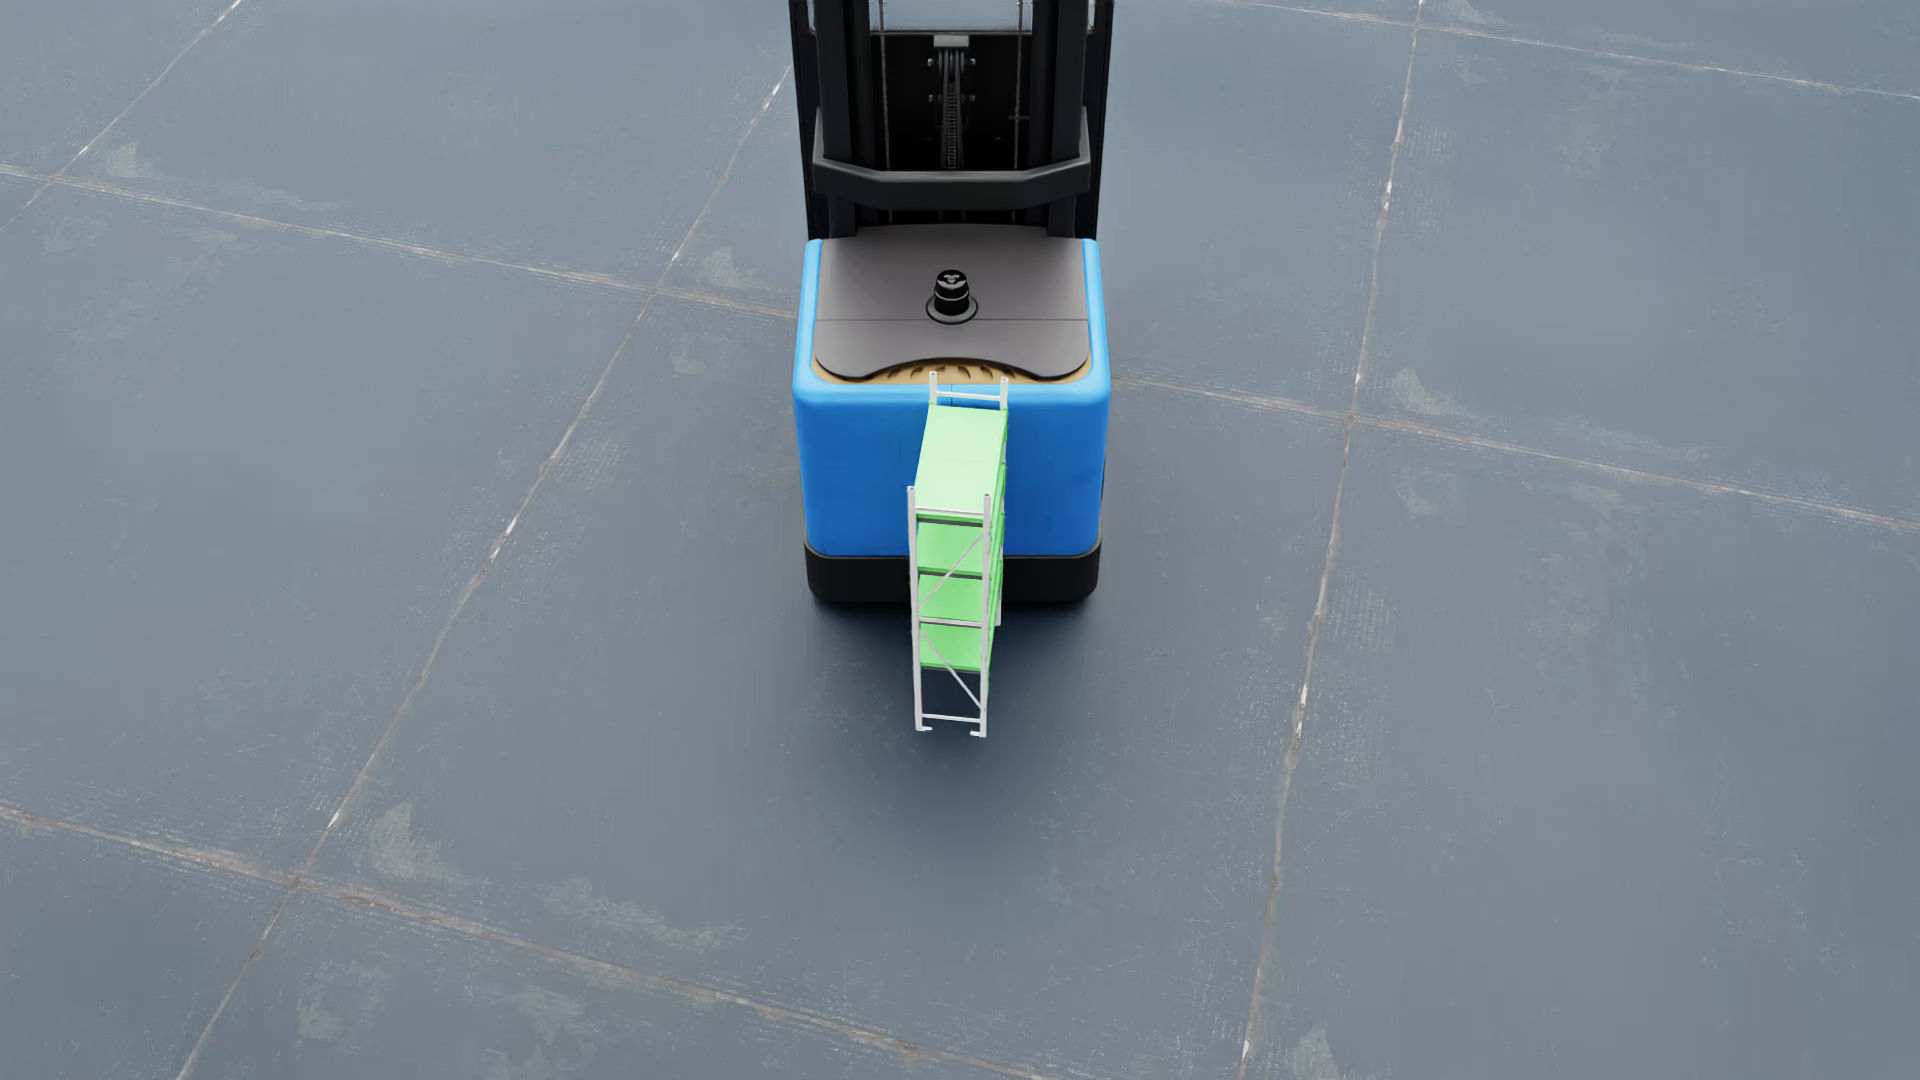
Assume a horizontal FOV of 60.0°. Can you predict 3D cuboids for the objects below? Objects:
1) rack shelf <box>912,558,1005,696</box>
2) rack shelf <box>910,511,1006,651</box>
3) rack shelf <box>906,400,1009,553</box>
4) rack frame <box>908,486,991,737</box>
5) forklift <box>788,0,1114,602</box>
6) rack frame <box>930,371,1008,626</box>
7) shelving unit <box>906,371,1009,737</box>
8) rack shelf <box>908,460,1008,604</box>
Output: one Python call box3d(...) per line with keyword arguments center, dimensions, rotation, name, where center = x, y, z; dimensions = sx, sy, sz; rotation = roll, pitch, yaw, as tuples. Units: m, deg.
box3d(center=(-0.002, 0.278, 5.610), dimensions=(0.258, 0.148, 0.480), rotation=(5, 49, 4), name="rack shelf")
box3d(center=(-0.002, 0.119, 5.430), dimensions=(0.258, 0.148, 0.480), rotation=(5, 49, 4), name="rack shelf")
box3d(center=(-0.002, -0.198, 5.070), dimensions=(0.258, 0.148, 0.480), rotation=(5, 49, 4), name="rack shelf")
box3d(center=(-0.031, 0.259, 5.221), dimensions=(0.240, 1.200, 0.015), rotation=(5, 49, 4), name="rack frame")
box3d(center=(-0.030, -1.836, 5.916), dimensions=(1.130, 2.935, 3.031), rotation=(0, 49, 0), name="forklift")
box3d(center=(0.027, -0.105, 5.542), dimensions=(0.240, 1.200, 0.015), rotation=(5, 49, 4), name="rack frame")
box3d(center=(-0.002, 0.077, 5.382), dimensions=(0.258, 1.200, 0.503), rotation=(5, 49, 4), name="shelving unit")
box3d(center=(-0.002, -0.039, 5.250), dimensions=(0.258, 0.148, 0.480), rotation=(5, 49, 4), name="rack shelf")
